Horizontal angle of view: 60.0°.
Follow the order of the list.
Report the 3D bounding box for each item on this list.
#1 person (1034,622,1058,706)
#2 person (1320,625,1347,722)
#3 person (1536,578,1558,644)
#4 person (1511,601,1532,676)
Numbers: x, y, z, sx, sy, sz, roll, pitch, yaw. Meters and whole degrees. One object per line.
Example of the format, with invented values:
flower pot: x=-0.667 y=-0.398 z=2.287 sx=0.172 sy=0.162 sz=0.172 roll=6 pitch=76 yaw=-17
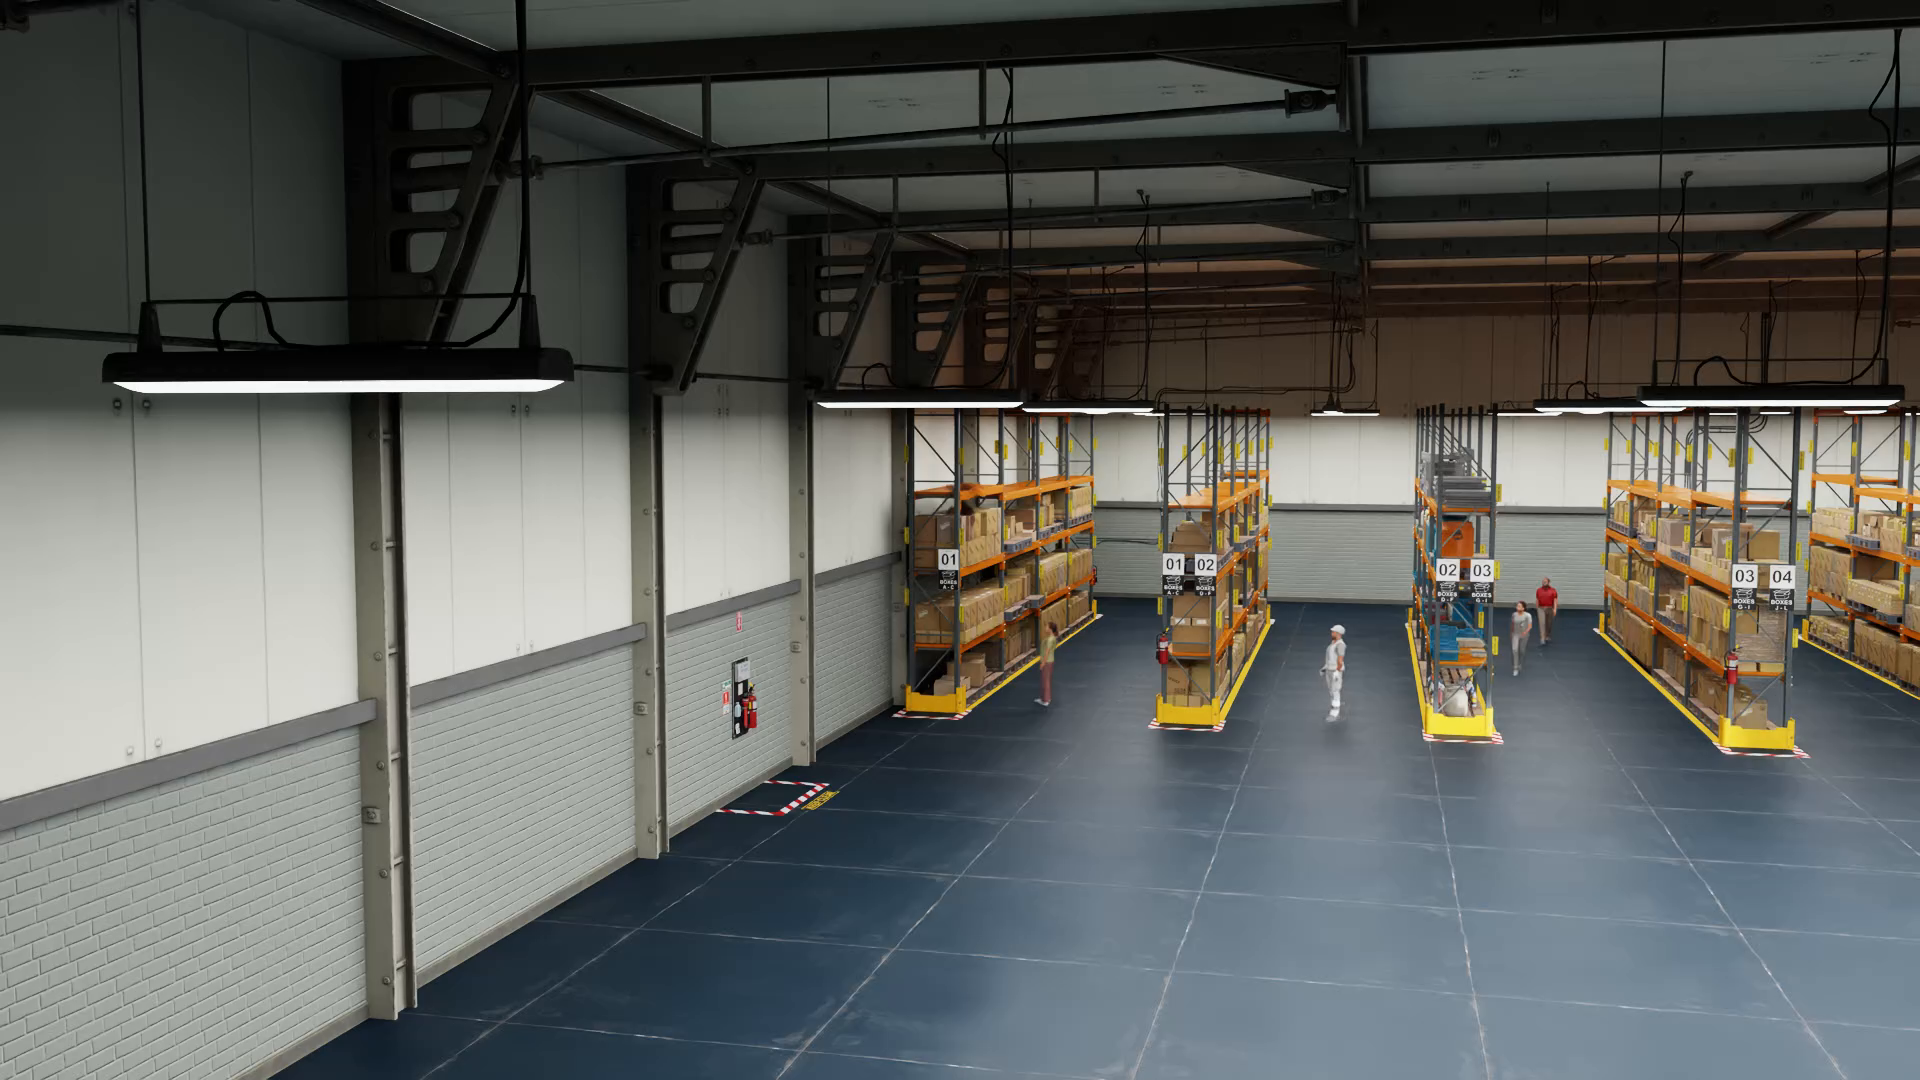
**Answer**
person: x=1.703 y=2.466 z=33.291 sx=0.531 sy=1.668 sz=0.484 roll=1 pitch=4 yaw=19
person: x=7.100 y=2.525 z=31.700 sx=0.538 sy=1.811 sz=0.570 roll=-2 pitch=5 yaw=-26
person: x=14.928 y=1.801 z=42.296 sx=0.509 sy=1.677 sz=1.005 roll=1 pitch=4 yaw=12
person: x=12.649 y=2.191 z=37.471 sx=0.430 sy=1.651 sz=0.972 roll=1 pitch=4 yaw=15
